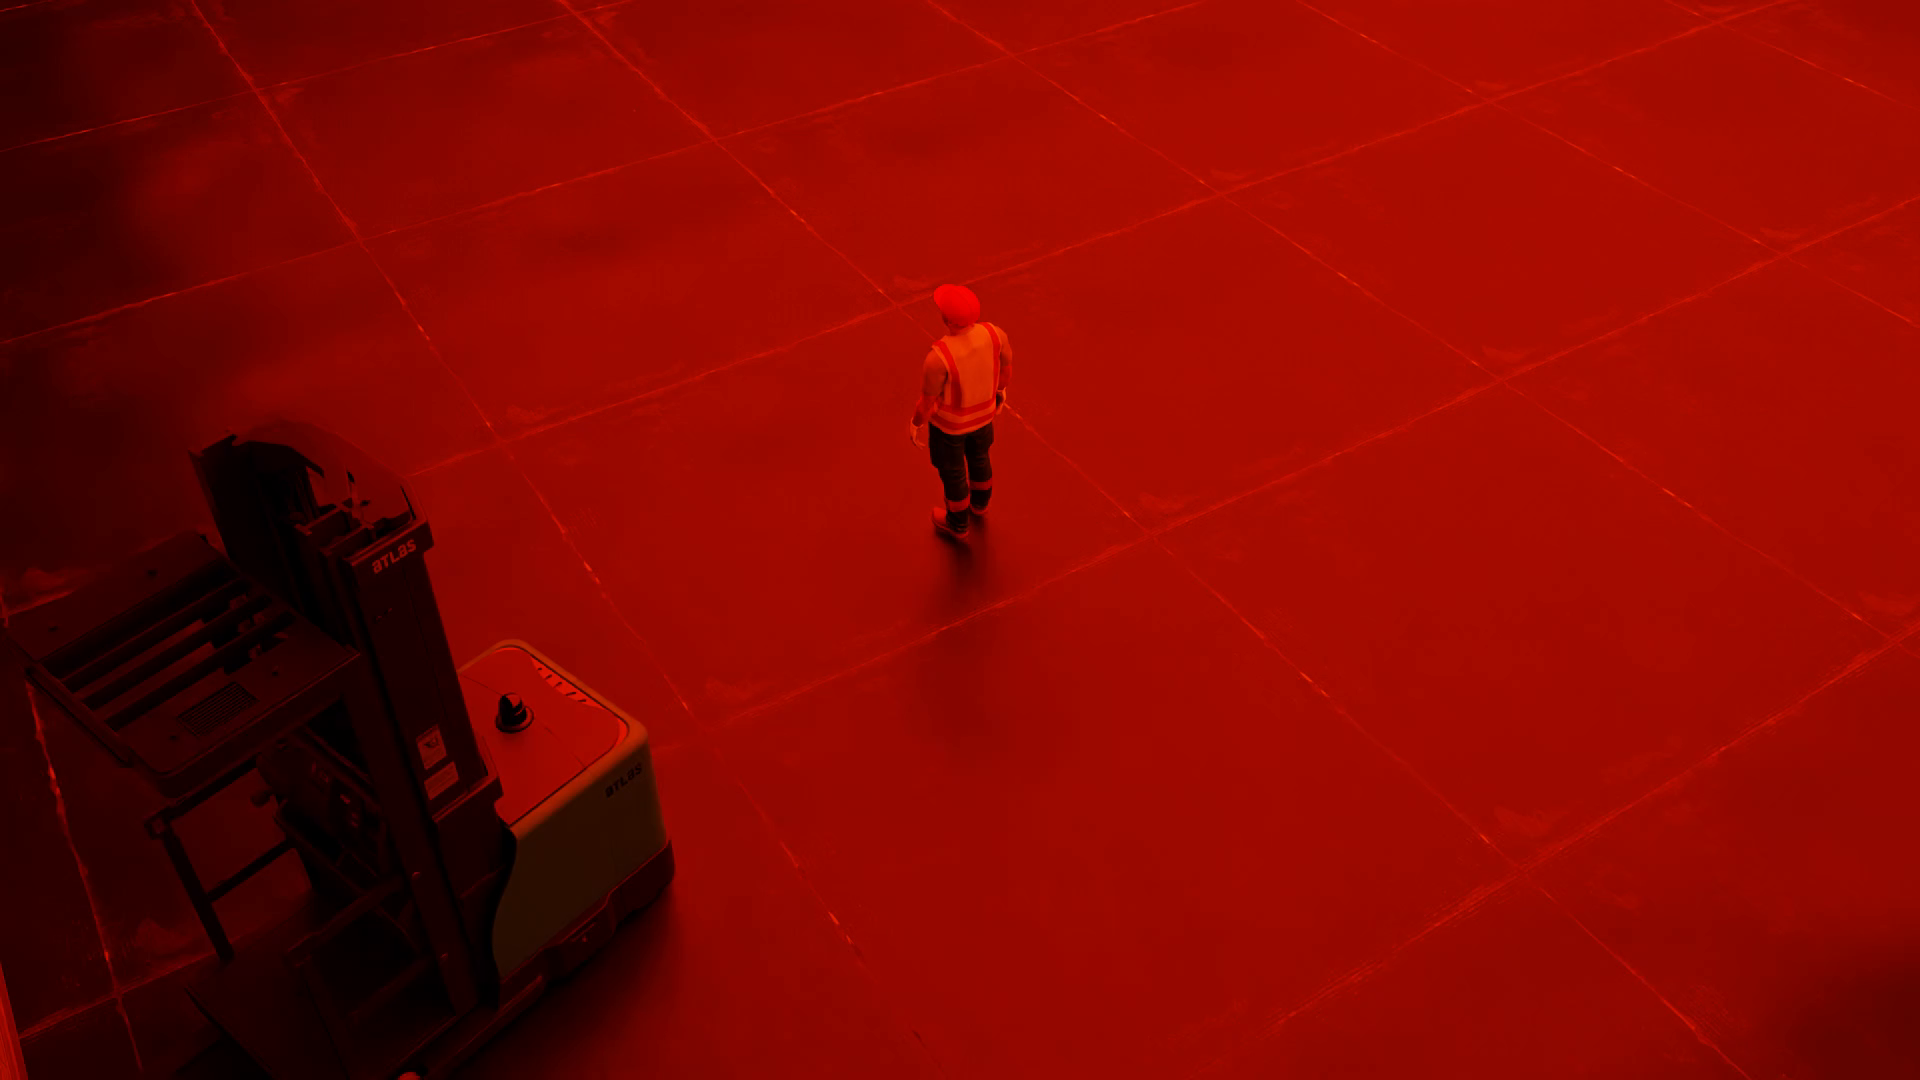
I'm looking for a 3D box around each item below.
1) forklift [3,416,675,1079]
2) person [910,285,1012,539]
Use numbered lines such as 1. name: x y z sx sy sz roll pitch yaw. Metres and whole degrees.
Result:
1. forklift: -2.724 1.099 6.613 1.130 2.935 3.031 29 49 29
2. person: -0.034 -0.758 9.534 0.638 1.789 0.561 -23 46 -24
